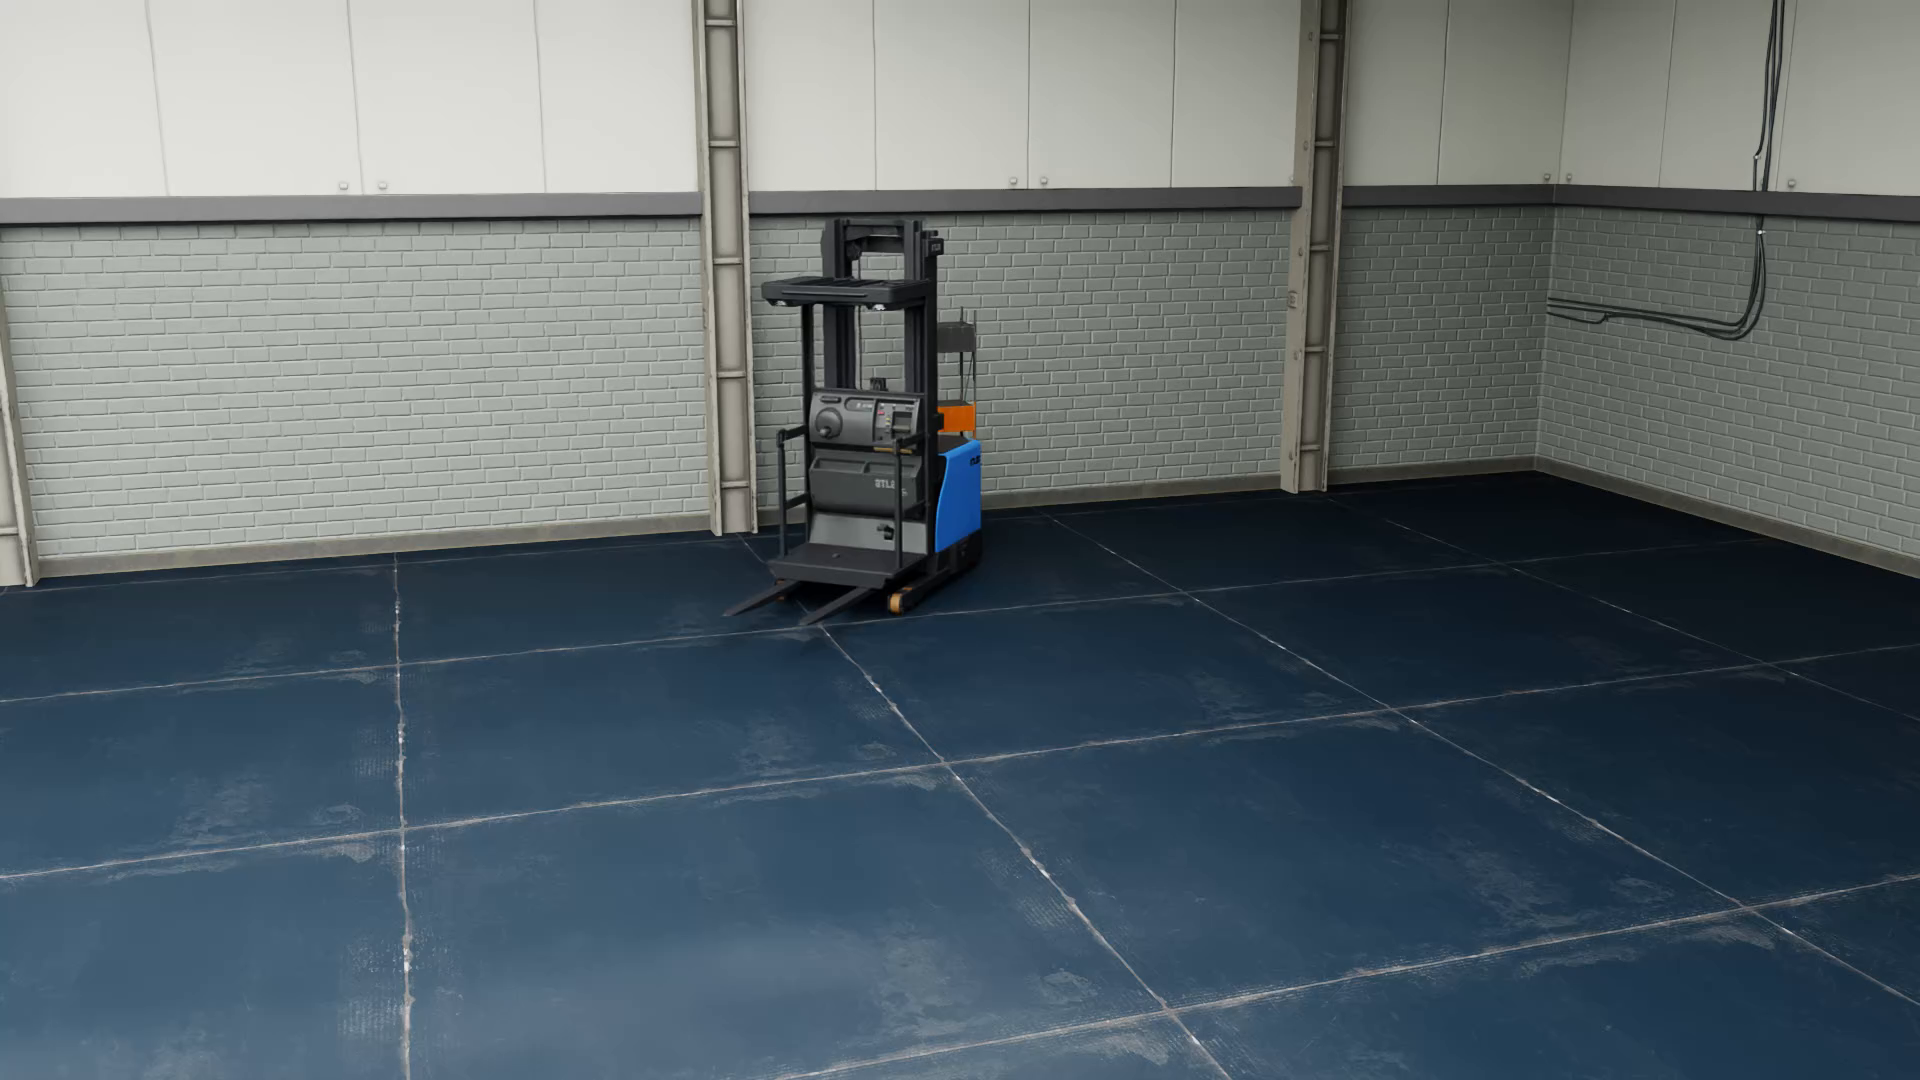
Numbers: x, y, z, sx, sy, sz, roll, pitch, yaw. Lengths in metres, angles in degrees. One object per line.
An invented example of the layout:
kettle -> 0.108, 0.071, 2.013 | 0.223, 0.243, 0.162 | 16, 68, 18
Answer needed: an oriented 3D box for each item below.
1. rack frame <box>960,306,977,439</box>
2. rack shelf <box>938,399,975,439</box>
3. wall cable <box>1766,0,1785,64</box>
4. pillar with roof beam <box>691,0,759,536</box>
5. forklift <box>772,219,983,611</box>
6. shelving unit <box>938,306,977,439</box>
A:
rack frame -> 0.074, -1.027, 14.924 | 0.015, 2.100, 0.400 | -4, 14, -18
rack shelf -> -0.157, -0.996, 14.852 | 0.480, 0.518, 0.431 | -4, 14, -18
wall cable -> 7.658, -5.187, 13.300 | 0.112, 2.526, 3.097 | -4, 14, -18
pillar with roof beam -> -0.732, -3.520, 10.493 | 0.400, 9.000, 9.100 | -4, 14, -18
forklift -> -0.827, -0.967, 12.876 | 1.130, 2.935, 3.031 | 5, 14, 21
shelving unit -> -0.151, -1.010, 14.850 | 0.492, 2.100, 0.431 | -4, 14, -18
